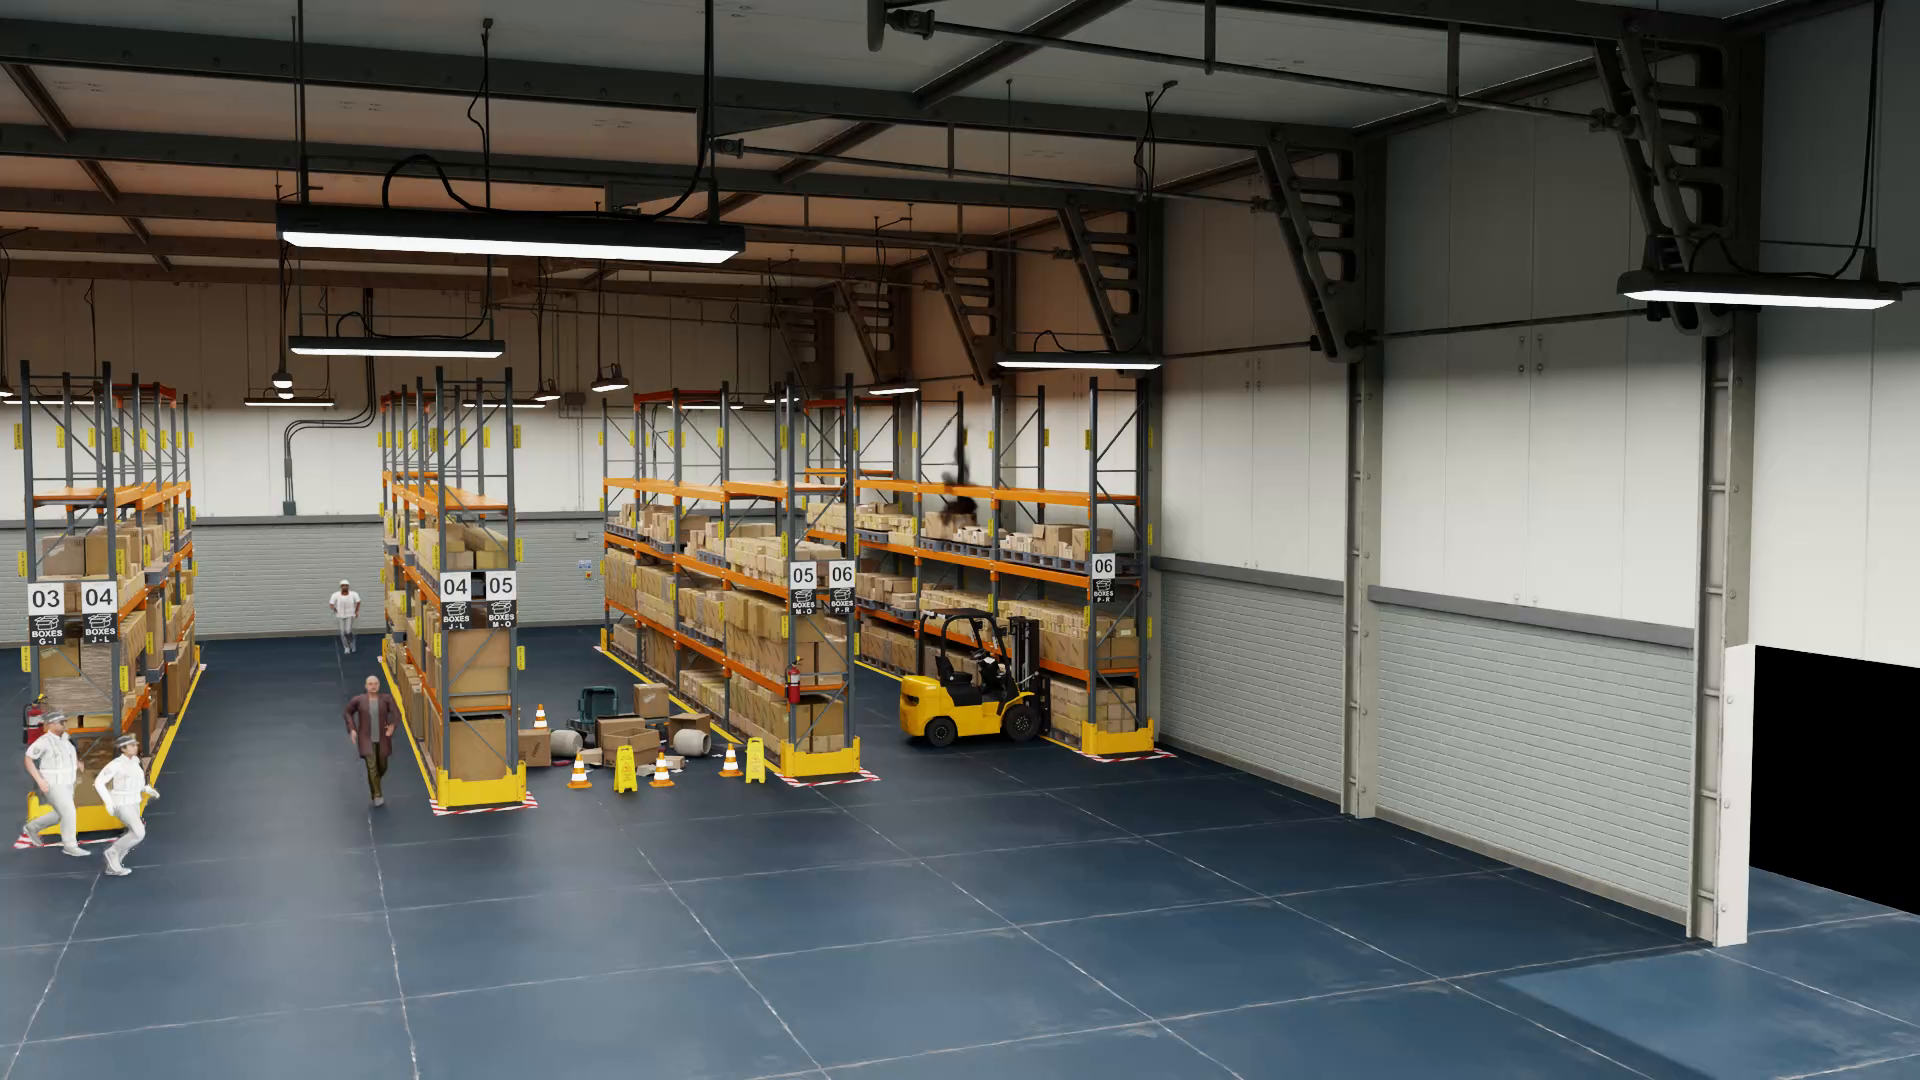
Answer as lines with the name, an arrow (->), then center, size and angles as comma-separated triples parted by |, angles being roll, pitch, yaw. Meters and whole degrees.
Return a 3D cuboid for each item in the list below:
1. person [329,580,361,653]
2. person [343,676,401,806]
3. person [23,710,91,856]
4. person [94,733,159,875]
person -> -14.345, 1.796, 38.767 | 0.675, 1.731, 0.614 | -1, 4, -15
person -> -8.089, 2.737, 22.920 | 0.744, 1.750, 0.945 | -2, 4, -27
person -> -10.925, 2.934, 20.057 | 0.838, 1.790, 0.698 | 0, 3, 1
person -> -9.514, 3.026, 19.049 | 0.633, 1.640, 0.599 | 0, 3, 6
